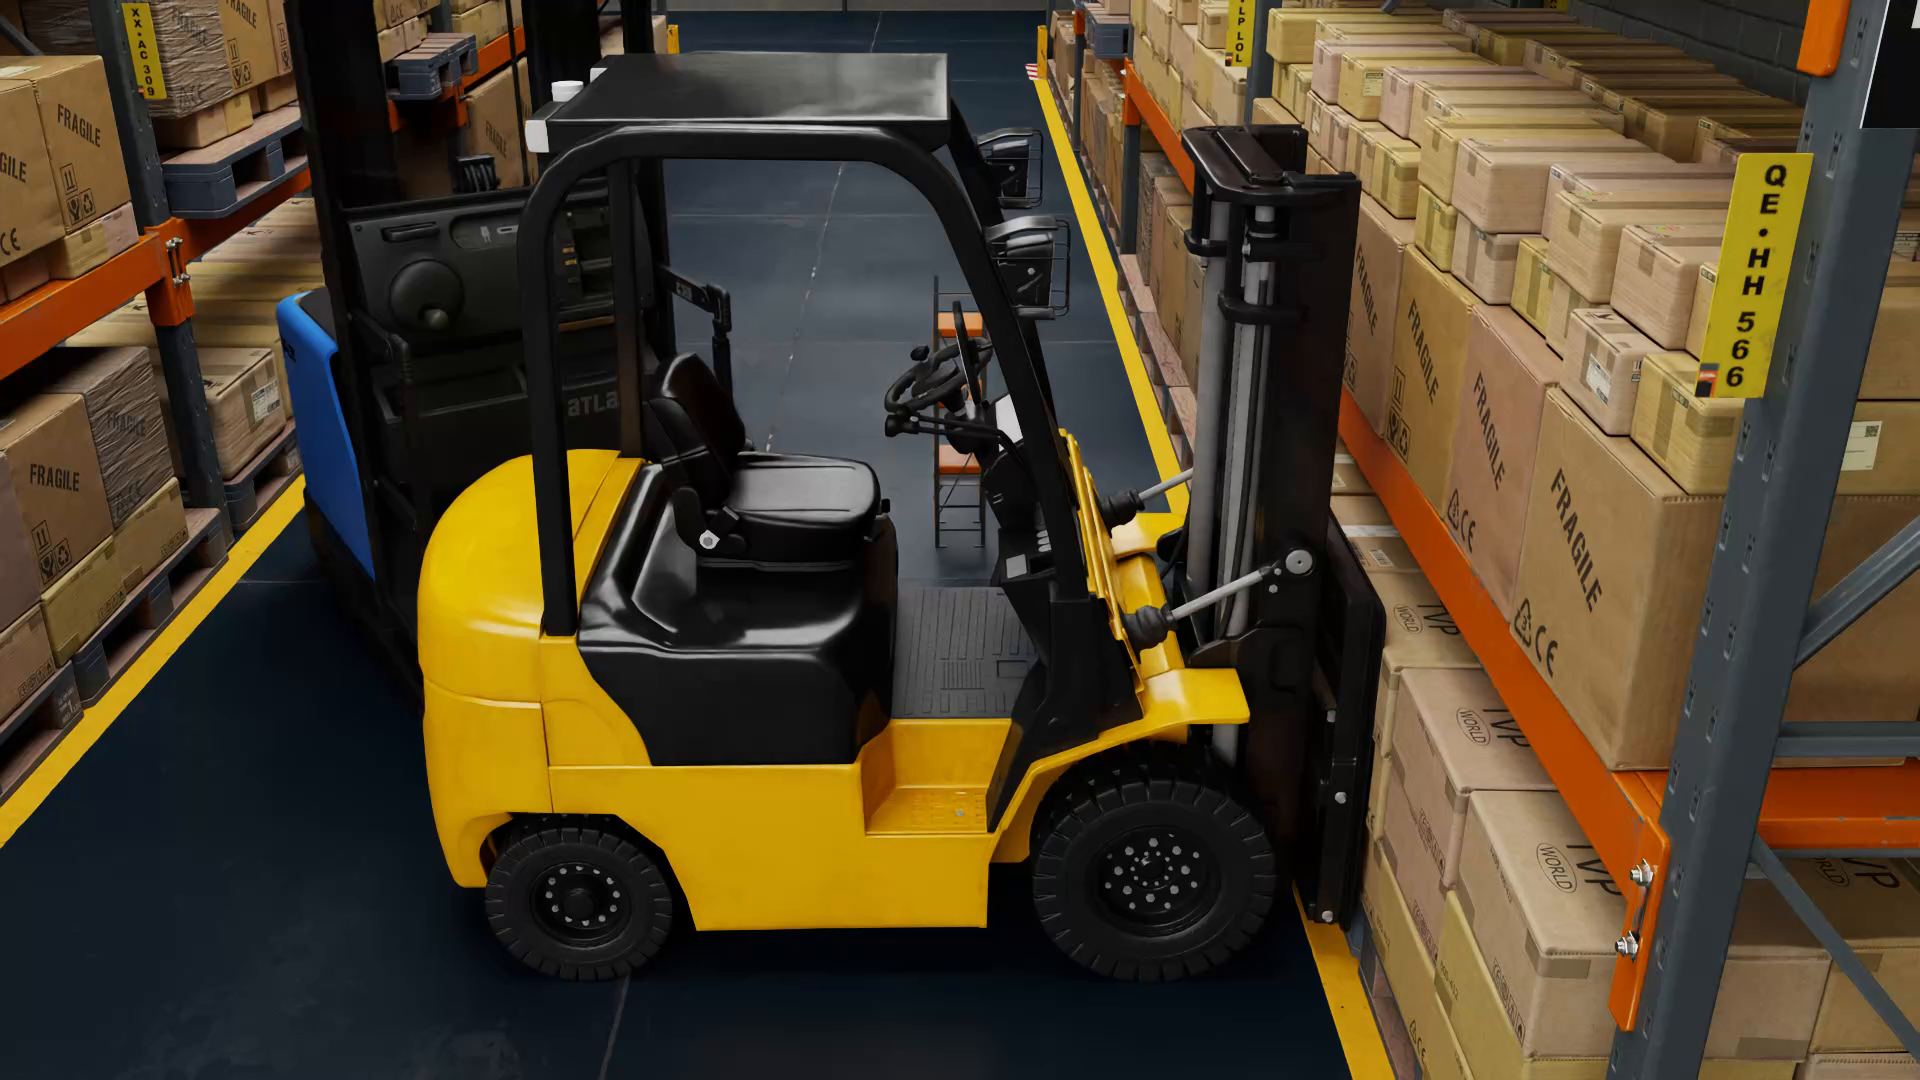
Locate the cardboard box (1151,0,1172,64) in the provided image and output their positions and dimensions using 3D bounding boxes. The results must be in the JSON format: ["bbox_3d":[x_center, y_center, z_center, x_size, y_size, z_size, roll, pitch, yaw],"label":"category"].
[{"bbox_3d":[1.244,-2.551,8.327,0.500,0.250,0.500,-1,24,-2],"label":"cardboard box"}]

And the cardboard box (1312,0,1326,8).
[{"bbox_3d":[1.785,-2.362,7.424,0.380,0.149,0.250,0,24,-1],"label":"cardboard box"}]

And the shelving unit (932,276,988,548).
[{"bbox_3d":[-0.001,-0.500,6.582,0.215,1.050,0.252,0,24,-1],"label":"shelving unit"}]

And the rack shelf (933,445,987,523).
[{"bbox_3d":[-0.001,-0.238,6.701,0.215,0.259,0.240,0,24,-1],"label":"rack shelf"}]

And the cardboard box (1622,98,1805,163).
[{"bbox_3d":[1.801,-0.955,3.952,0.380,0.149,0.250,0,24,0],"label":"cardboard box"}]

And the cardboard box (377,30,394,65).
[{"bbox_3d":[-3.098,-2.486,8.402,0.380,0.149,0.250,0,24,0],"label":"cardboard box"}]

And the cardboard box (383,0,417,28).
[{"bbox_3d":[-3.172,-2.948,8.635,0.500,0.500,0.500,-1,24,-1],"label":"cardboard box"}]

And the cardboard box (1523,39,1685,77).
[{"bbox_3d":[1.884,-1.381,4.893,0.380,0.149,0.250,-1,24,-2],"label":"cardboard box"}]

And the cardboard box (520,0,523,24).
[{"bbox_3d":[-3.257,-3.740,11.561,0.500,0.250,0.500,0,24,-1],"label":"cardboard box"}]

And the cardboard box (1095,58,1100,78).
[{"bbox_3d":[1.266,-3.731,13.097,0.380,0.149,0.250,-1,24,-2],"label":"cardboard box"}]

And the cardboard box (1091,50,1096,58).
[{"bbox_3d":[1.237,-3.874,13.051,0.380,0.149,0.250,-1,24,-3],"label":"cardboard box"}]

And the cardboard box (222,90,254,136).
[{"bbox_3d":[-3.112,-1.735,6.741,0.380,0.149,0.250,0,24,1],"label":"cardboard box"}]

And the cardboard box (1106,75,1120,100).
[{"bbox_3d":[1.263,-3.307,12.159,0.380,0.149,0.250,1,24,1],"label":"cardboard box"}]

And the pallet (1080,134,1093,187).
[{"bbox_3d":[1.495,-3.041,13.217,1.003,0.211,1.213,0,24,-1],"label":"pallet"}]

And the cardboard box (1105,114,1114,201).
[{"bbox_3d":[1.269,-2.646,11.483,0.500,0.500,0.500,1,24,2],"label":"cardboard box"}]

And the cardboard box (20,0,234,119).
[{"bbox_3d":[-3.146,-1.893,6.303,0.500,0.500,0.500,0,24,1],"label":"cardboard box"}]

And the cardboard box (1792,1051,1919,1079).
[{"bbox_3d":[1.782,0.938,3.257,0.500,0.250,0.500,0,24,0],"label":"cardboard box"}]

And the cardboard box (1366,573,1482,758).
[{"bbox_3d":[1.235,0.298,4.065,0.500,0.250,0.500,0,24,0],"label":"cardboard box"}]

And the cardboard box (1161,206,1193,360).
[{"bbox_3d":[1.508,-1.304,8.364,0.875,0.625,0.625,-1,24,-3],"label":"cardboard box"}]

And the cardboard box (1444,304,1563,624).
[{"bbox_3d":[1.315,-0.162,3.348,0.500,0.500,0.500,0,24,1],"label":"cardboard box"}]

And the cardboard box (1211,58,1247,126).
[{"bbox_3d":[1.274,-1.710,6.467,0.500,0.250,0.500,-1,24,-2],"label":"cardboard box"}]

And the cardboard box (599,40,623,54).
[{"bbox_3d":[-3.425,-4.274,15.160,0.875,0.438,0.875,-1,24,-2],"label":"cardboard box"}]

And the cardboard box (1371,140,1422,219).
[{"bbox_3d":[1.273,-0.921,4.238,0.380,0.149,0.250,-1,24,-2],"label":"cardboard box"}]

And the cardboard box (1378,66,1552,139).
[{"bbox_3d":[1.336,-1.163,4.412,0.380,0.149,0.250,0,24,-1],"label":"cardboard box"}]

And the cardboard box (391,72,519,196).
[{"bbox_3d":[-3.396,-2.482,10.667,0.875,0.875,0.875,0,24,-1],"label":"cardboard box"}]

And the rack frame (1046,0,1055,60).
[{"bbox_3d":[1.405,-6.294,17.027,1.000,3.000,0.127,0,24,-1],"label":"rack frame"}]

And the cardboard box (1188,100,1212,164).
[{"bbox_3d":[1.257,-1.695,7.040,0.500,0.250,0.500,0,24,-1],"label":"cardboard box"}]

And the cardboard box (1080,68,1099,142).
[{"bbox_3d":[1.228,-3.498,13.369,0.500,0.500,0.500,1,24,2],"label":"cardboard box"}]

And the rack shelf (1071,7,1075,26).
[{"bbox_3d":[1.426,-5.143,15.353,1.077,0.370,4.000,0,24,-1],"label":"rack shelf"}]

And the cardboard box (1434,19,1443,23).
[{"bbox_3d":[1.796,-1.947,6.507,0.380,0.149,0.250,-1,24,-2],"label":"cardboard box"}]

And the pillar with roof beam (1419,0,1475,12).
[{"bbox_3d":[-1.897,-5.179,7.281,9.100,9.000,0.400,0,24,-1],"label":"pillar with roof beam"}]

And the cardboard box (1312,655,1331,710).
[{"bbox_3d":[1.238,0.308,4.650,0.500,0.250,0.500,0,24,-1],"label":"cardboard box"}]

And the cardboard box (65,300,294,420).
[{"bbox_3d":[-3.447,-0.832,7.629,0.950,0.372,0.625,1,24,3],"label":"cardboard box"}]

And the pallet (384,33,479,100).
[{"bbox_3d":[-3.357,-2.594,9.077,1.213,0.211,1.003,0,24,-1],"label":"pallet"}]

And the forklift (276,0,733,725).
[{"bbox_3d":[-1.316,-0.863,5.102,1.130,2.935,3.031,-15,28,-30],"label":"forklift"}]

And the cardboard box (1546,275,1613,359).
[{"bbox_3d":[1.321,-0.397,3.078,0.380,0.149,0.250,0,24,0],"label":"cardboard box"}]

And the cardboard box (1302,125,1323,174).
[{"bbox_3d":[1.302,-0.997,5.192,0.500,0.500,0.500,0,24,0],"label":"cardboard box"}]

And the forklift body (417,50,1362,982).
[{"bbox_3d":[-0.266,-0.088,4.334,2.313,2.155,1.214,0,24,-1],"label":"forklift body"}]

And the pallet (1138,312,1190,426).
[{"bbox_3d":[1.472,-0.887,8.454,1.003,0.211,1.213,0,24,-1],"label":"pallet"}]

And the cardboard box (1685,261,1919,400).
[{"bbox_3d":[1.364,-0.325,2.559,0.380,0.149,0.250,0,24,0],"label":"cardboard box"}]

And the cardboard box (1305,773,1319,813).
[{"bbox_3d":[1.238,0.543,4.737,0.500,0.250,0.500,1,24,1],"label":"cardboard box"}]

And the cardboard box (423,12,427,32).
[{"bbox_3d":[-3.233,-2.917,9.355,0.380,0.149,0.250,1,24,1],"label":"cardboard box"}]

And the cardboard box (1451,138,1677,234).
[{"bbox_3d":[1.259,-0.744,3.485,0.380,0.149,0.250,0,24,1],"label":"cardboard box"}]

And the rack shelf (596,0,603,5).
[{"bbox_3d":[-3.537,-5.119,15.301,1.077,0.370,4.000,0,24,-1],"label":"rack shelf"}]

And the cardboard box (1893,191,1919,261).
[{"bbox_3d":[1.803,-0.534,3.022,0.380,0.149,0.250,0,24,0],"label":"cardboard box"}]

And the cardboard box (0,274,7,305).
[{"bbox_3d":[-3.196,-0.767,5.111,0.380,0.149,0.250,-1,24,-1],"label":"cardboard box"}]

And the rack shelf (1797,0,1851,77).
[{"bbox_3d":[1.557,-1.565,3.802,1.077,0.370,4.000,0,24,-1],"label":"rack shelf"}]

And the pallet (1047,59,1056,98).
[{"bbox_3d":[1.415,-4.664,16.807,1.003,0.211,1.213,0,24,-1],"label":"pallet"}]

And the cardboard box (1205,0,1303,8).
[{"bbox_3d":[1.263,-2.254,7.185,0.380,0.149,0.250,-1,24,-2],"label":"cardboard box"}]

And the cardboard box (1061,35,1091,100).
[{"bbox_3d":[1.298,-4.314,15.173,0.700,0.500,0.500,-1,24,-3],"label":"cardboard box"}]

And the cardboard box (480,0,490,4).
[{"bbox_3d":[-3.235,-3.556,10.549,0.500,0.250,0.500,0,24,1],"label":"cardboard box"}]

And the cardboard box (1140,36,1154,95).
[{"bbox_3d":[1.253,-2.538,8.905,0.500,0.250,0.500,-1,24,-2],"label":"cardboard box"}]

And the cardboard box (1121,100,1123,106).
[{"bbox_3d":[1.283,-2.878,11.211,0.380,0.149,0.250,0,24,1],"label":"cardboard box"}]

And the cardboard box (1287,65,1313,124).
[{"bbox_3d":[1.280,-1.452,5.411,0.380,0.149,0.250,0,24,1],"label":"cardboard box"}]

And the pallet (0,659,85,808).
[{"bbox_3d":[-3.369,0.725,4.890,1.003,0.211,1.213,0,24,-1],"label":"pallet"}]

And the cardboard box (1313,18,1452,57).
[{"bbox_3d":[1.353,-1.586,5.348,0.380,0.149,0.250,0,24,0],"label":"cardboard box"}]

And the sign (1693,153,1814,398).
[{"bbox_3d":[1.036,-0.340,2.170,0.100,0.325,0.005,0,24,-1],"label":"sign"}]

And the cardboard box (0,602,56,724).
[{"bbox_3d":[-3.136,0.407,5.037,0.500,0.250,0.500,0,24,0],"label":"cardboard box"}]
